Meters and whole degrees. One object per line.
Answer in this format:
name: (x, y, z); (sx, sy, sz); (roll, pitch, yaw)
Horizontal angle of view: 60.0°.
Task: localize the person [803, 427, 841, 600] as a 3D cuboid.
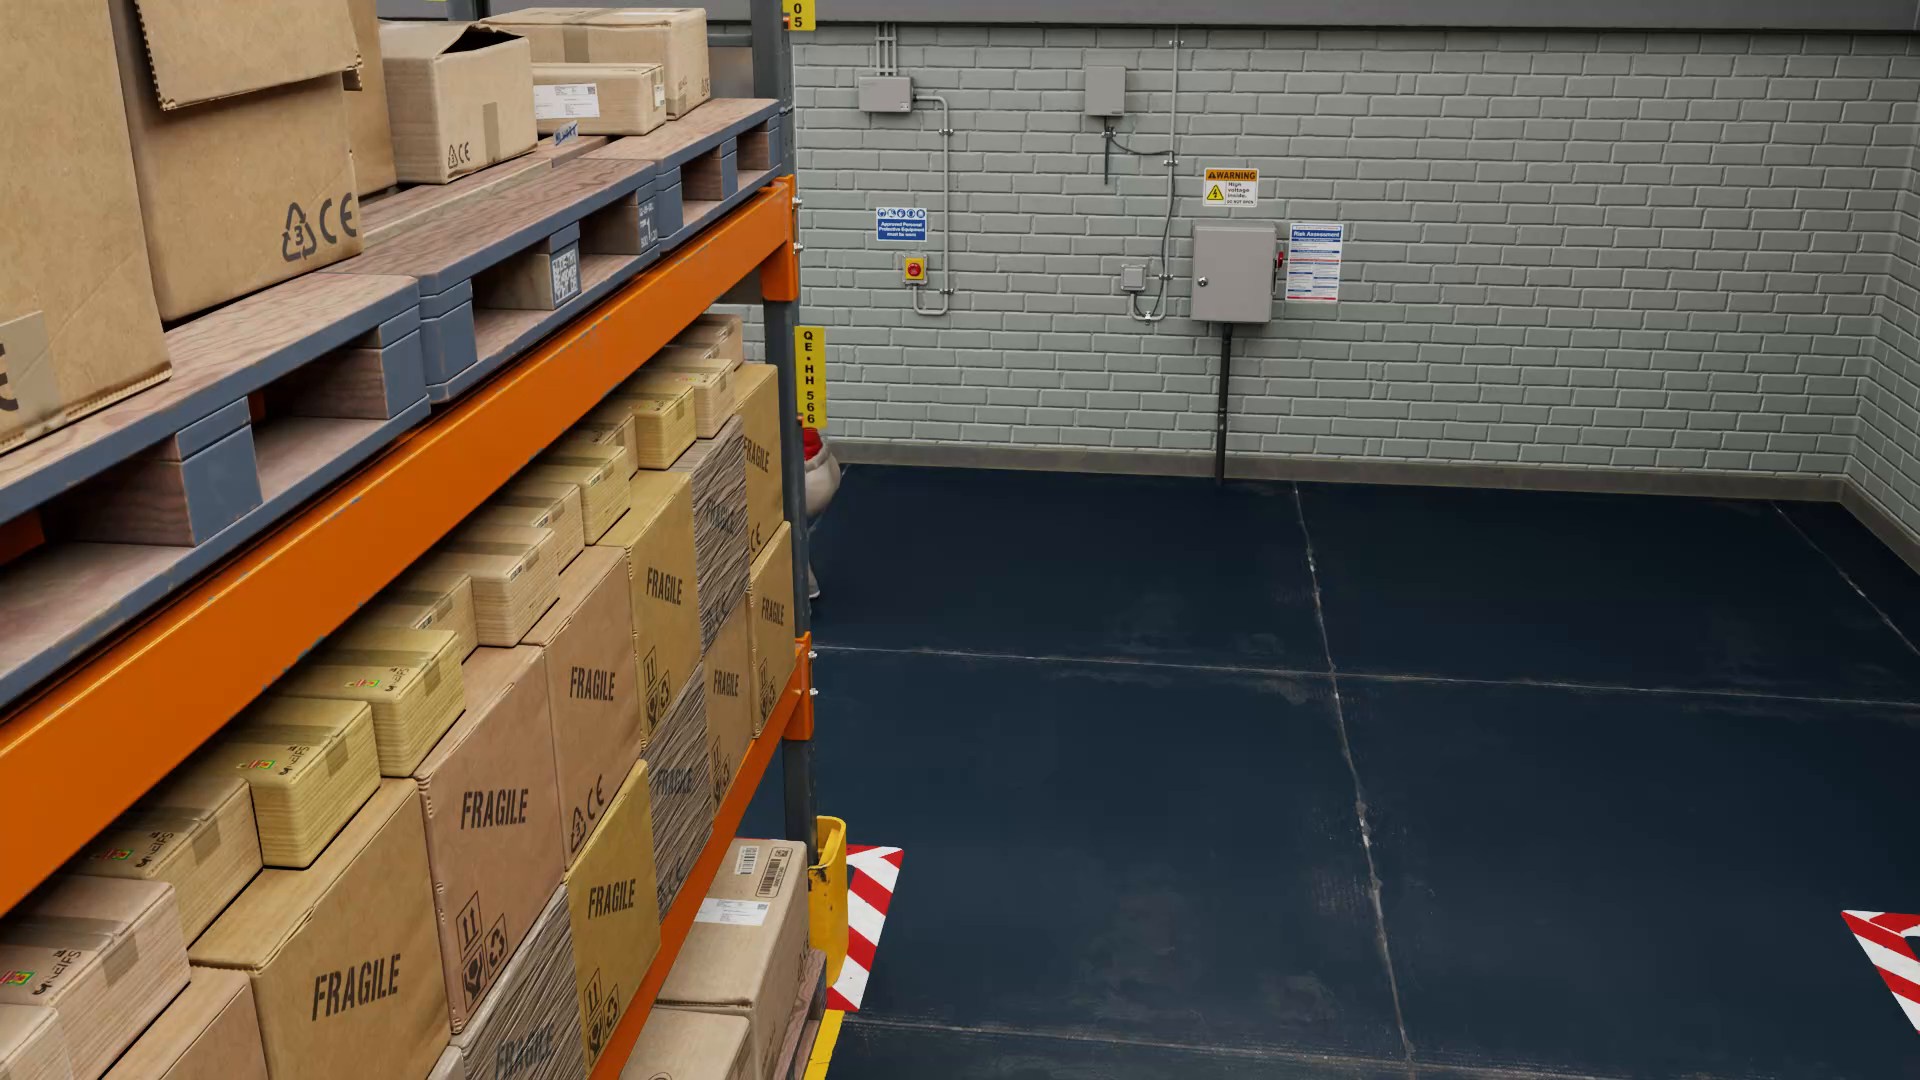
person: (-0.988, -0.287, 8.780); (0.686, 1.431, 0.590); (3, 21, 7)
